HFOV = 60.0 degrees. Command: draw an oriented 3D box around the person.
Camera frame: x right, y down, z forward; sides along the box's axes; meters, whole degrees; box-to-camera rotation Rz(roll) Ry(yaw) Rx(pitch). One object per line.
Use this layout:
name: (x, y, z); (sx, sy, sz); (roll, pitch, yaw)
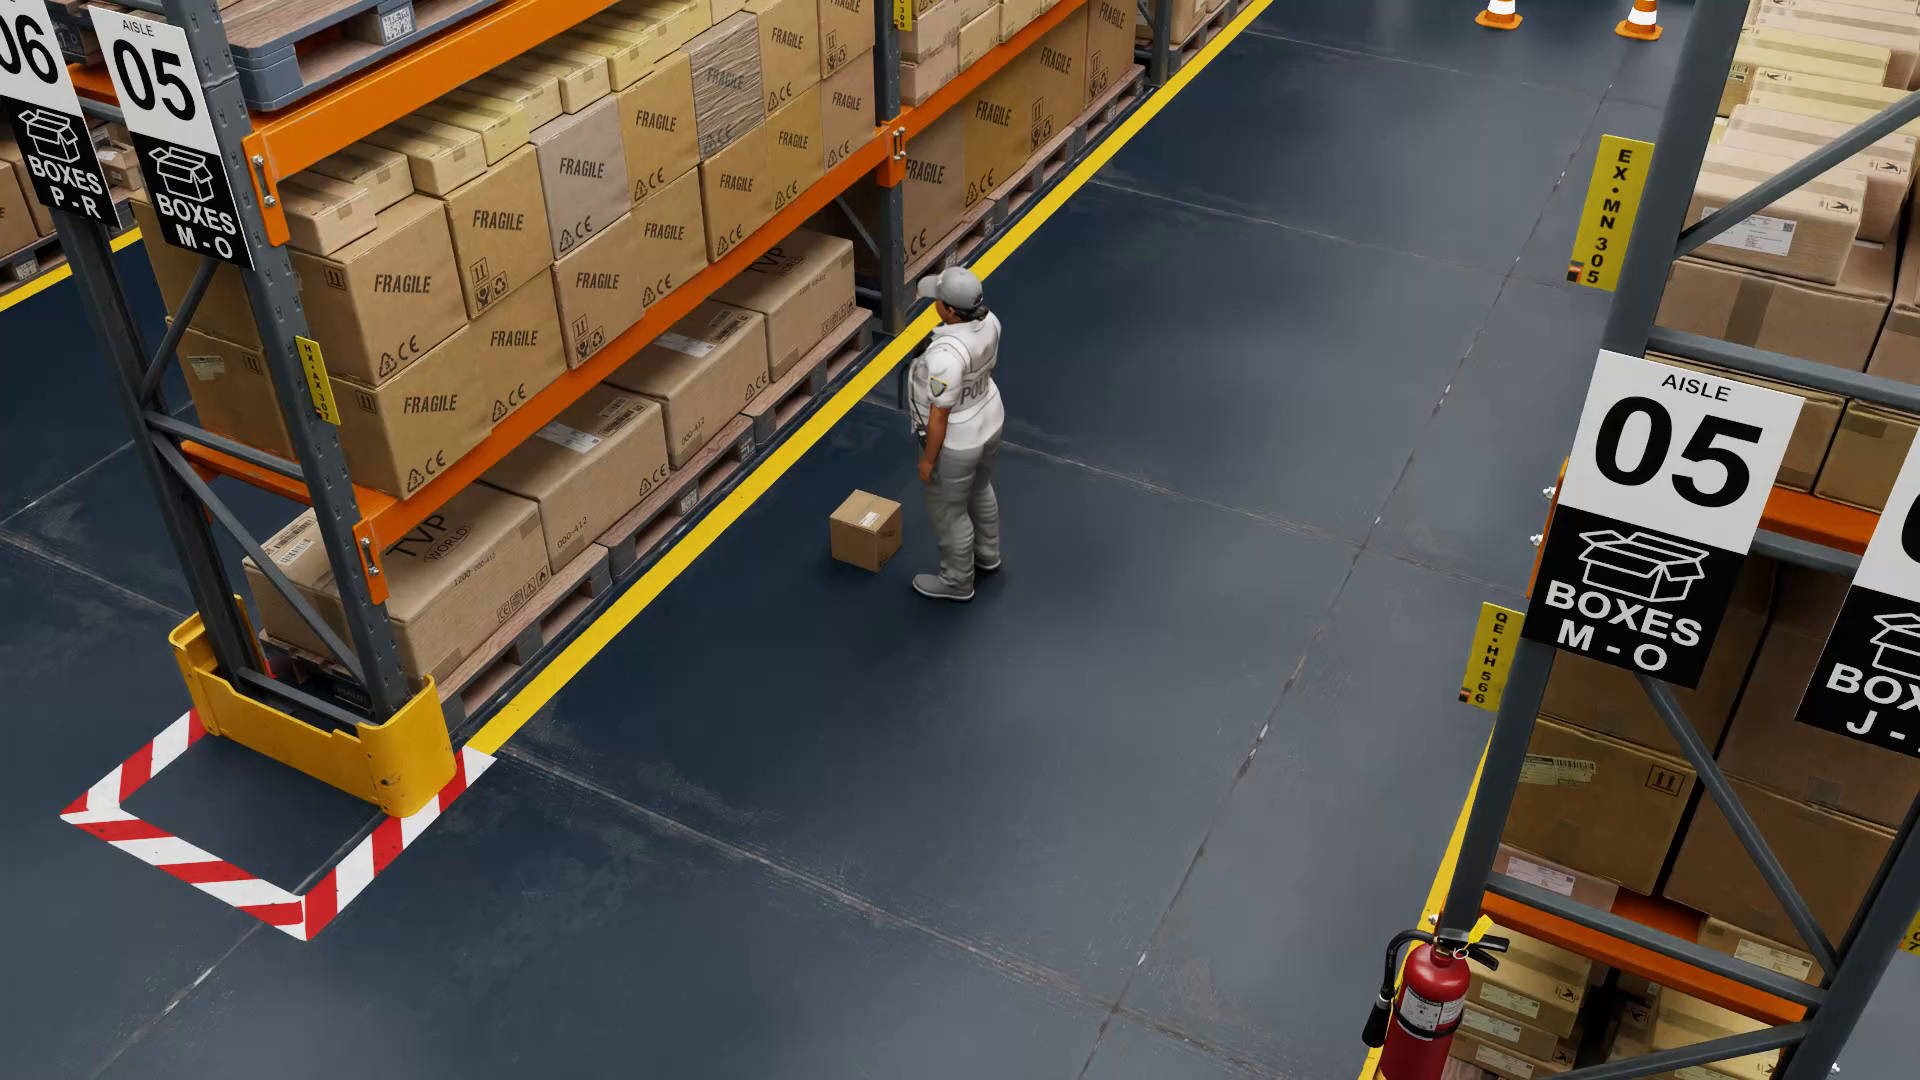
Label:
person: (-0.019, -0.465, 7.341); (0.388, 1.678, 0.511); (18, 42, 21)
